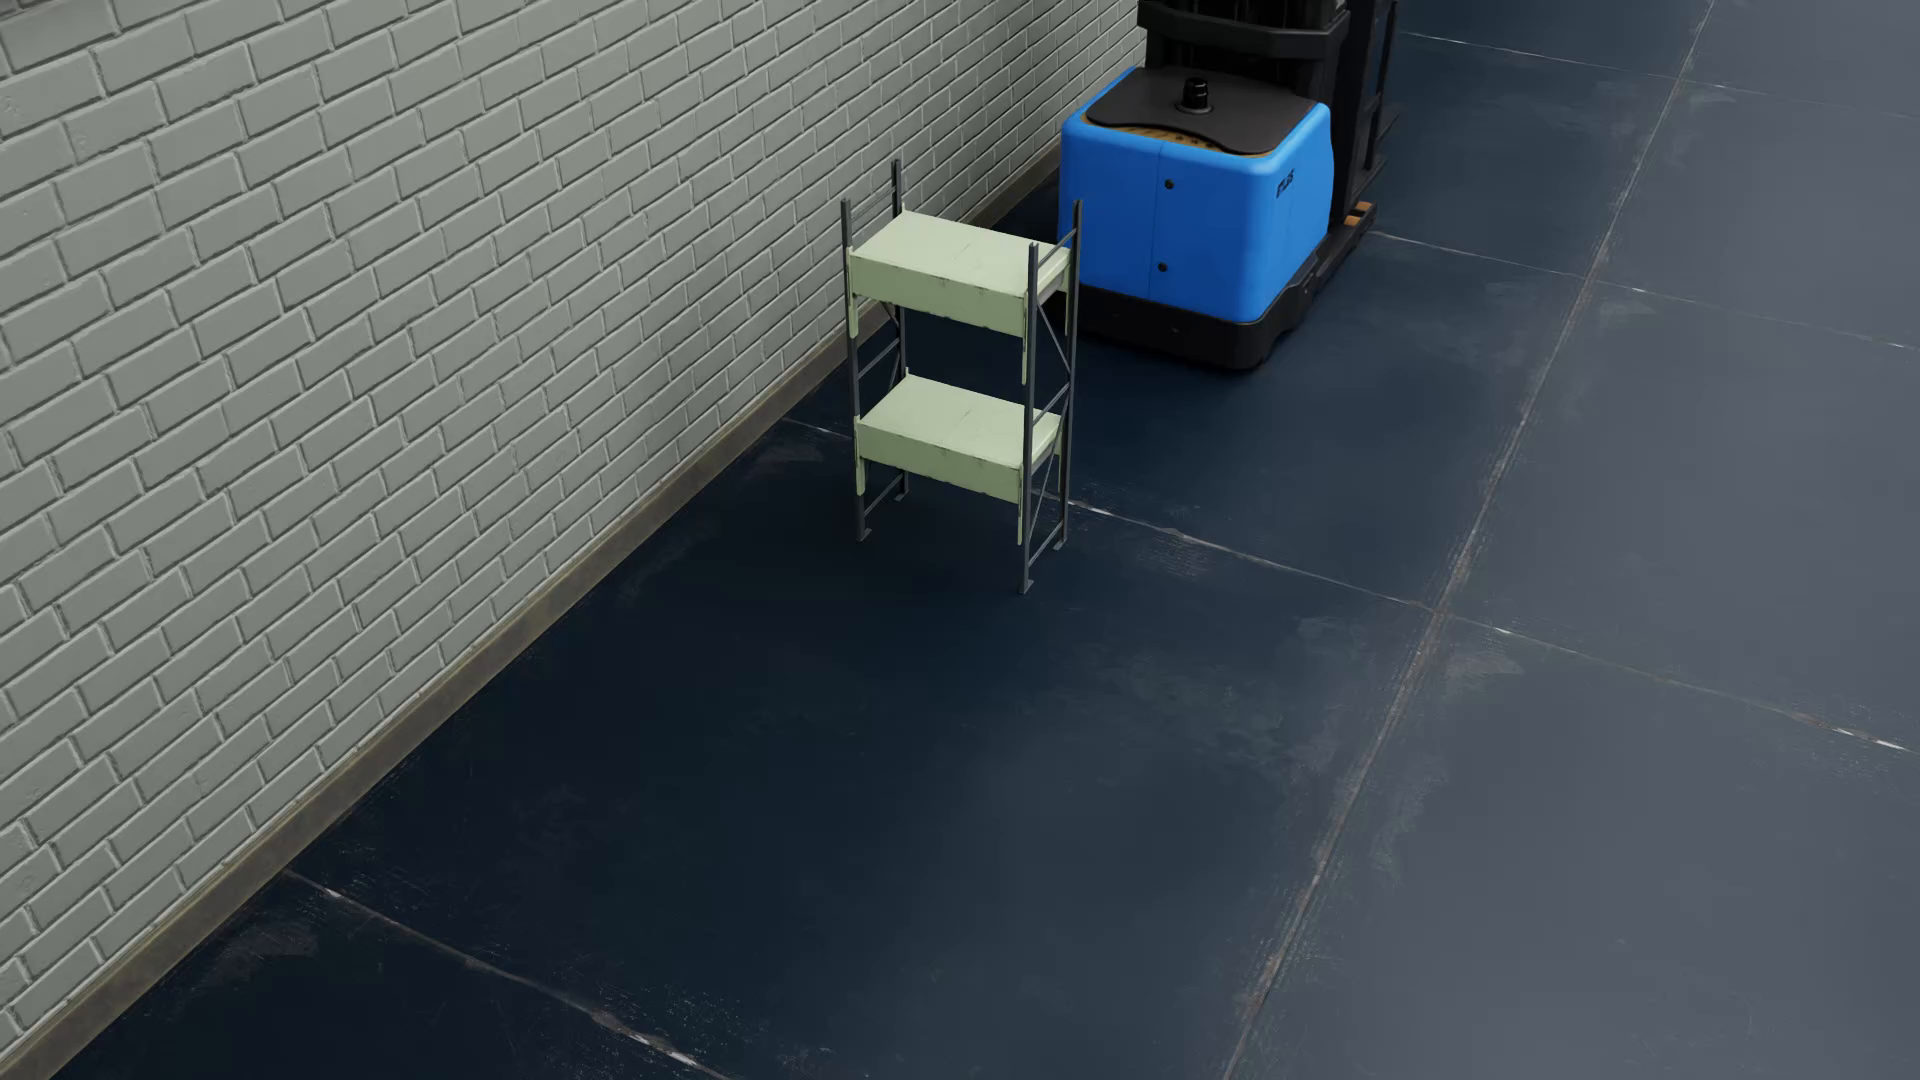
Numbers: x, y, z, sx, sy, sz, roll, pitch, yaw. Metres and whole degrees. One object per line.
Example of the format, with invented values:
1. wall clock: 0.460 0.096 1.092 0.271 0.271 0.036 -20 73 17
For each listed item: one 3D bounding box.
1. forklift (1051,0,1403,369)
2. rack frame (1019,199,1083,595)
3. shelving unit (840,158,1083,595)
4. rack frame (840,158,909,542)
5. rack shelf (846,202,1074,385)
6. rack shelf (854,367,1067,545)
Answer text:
1. forklift: 1.583 -2.830 8.053 1.130 2.935 3.031 18 41 22
2. rack frame: 0.331 -0.494 6.160 0.023 1.500 0.400 17 41 21
3. shelving unit: 0.006 -0.596 6.294 0.755 1.500 0.431 17 41 21
4. rack frame: -0.319 -0.697 6.428 0.023 1.500 0.400 17 41 21
5. rack shelf: 0.006 -0.906 6.058 0.720 0.370 0.431 17 41 21
6. rack shelf: 0.006 -0.336 6.491 0.720 0.370 0.431 17 41 21
